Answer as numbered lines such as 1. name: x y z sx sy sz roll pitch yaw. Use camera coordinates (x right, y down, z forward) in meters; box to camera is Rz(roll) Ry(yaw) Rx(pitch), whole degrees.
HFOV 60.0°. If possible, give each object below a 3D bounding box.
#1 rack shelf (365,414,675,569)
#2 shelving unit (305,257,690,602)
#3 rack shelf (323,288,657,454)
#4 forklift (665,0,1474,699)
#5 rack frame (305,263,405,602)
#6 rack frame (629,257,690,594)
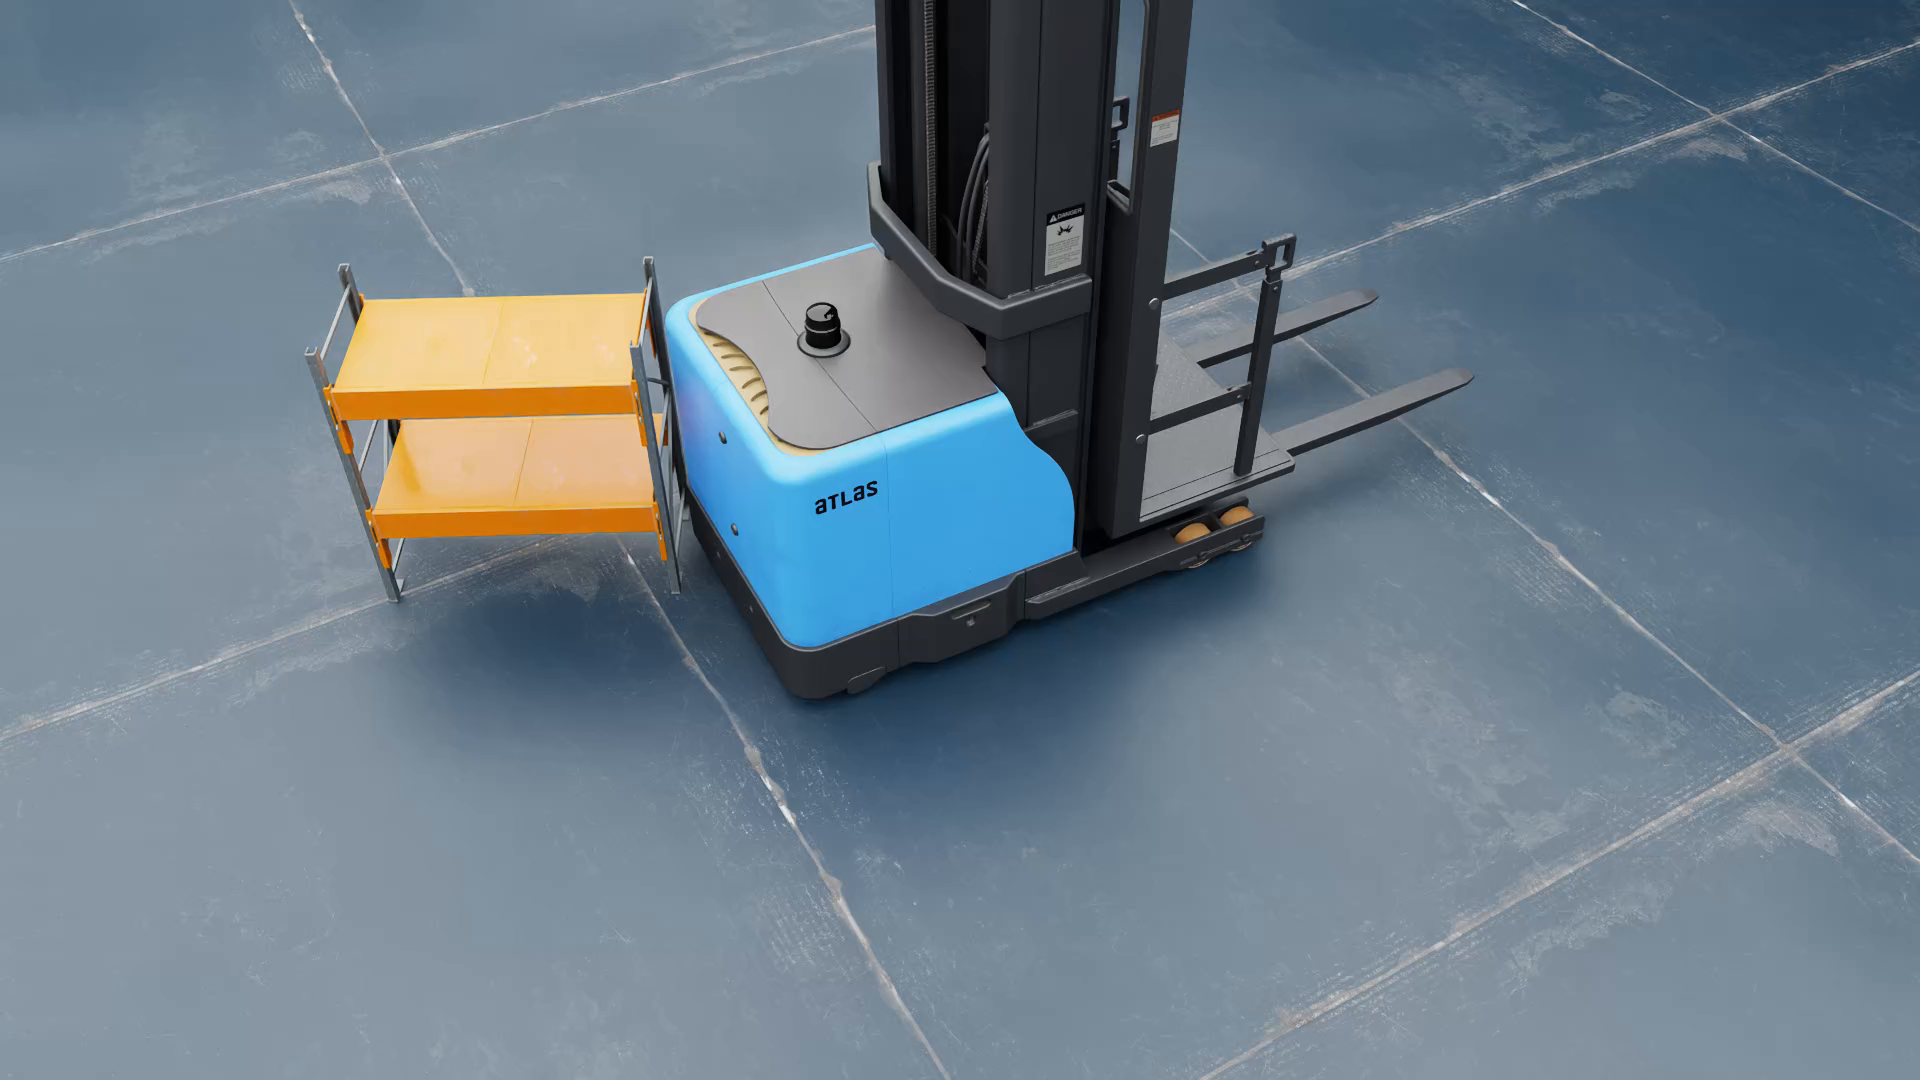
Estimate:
1. rack shelf: -1.551 -0.191 5.990 1.000 0.278 0.538 -2 44 -2
2. shelving unit: -1.551 -0.366 5.820 1.048 1.125 0.538 -2 44 -2
3. rack shelf: -1.551 -0.576 5.616 1.000 0.278 0.538 -2 44 -2
4. forklift: 0.551 -1.255 5.439 3.031 2.935 1.130 -20 48 -20
5. rack frame: -2.059 -0.352 5.805 0.032 1.125 0.500 -2 44 -2
6. rack frame: -1.043 -0.380 5.834 0.032 1.125 0.500 -2 44 -2
